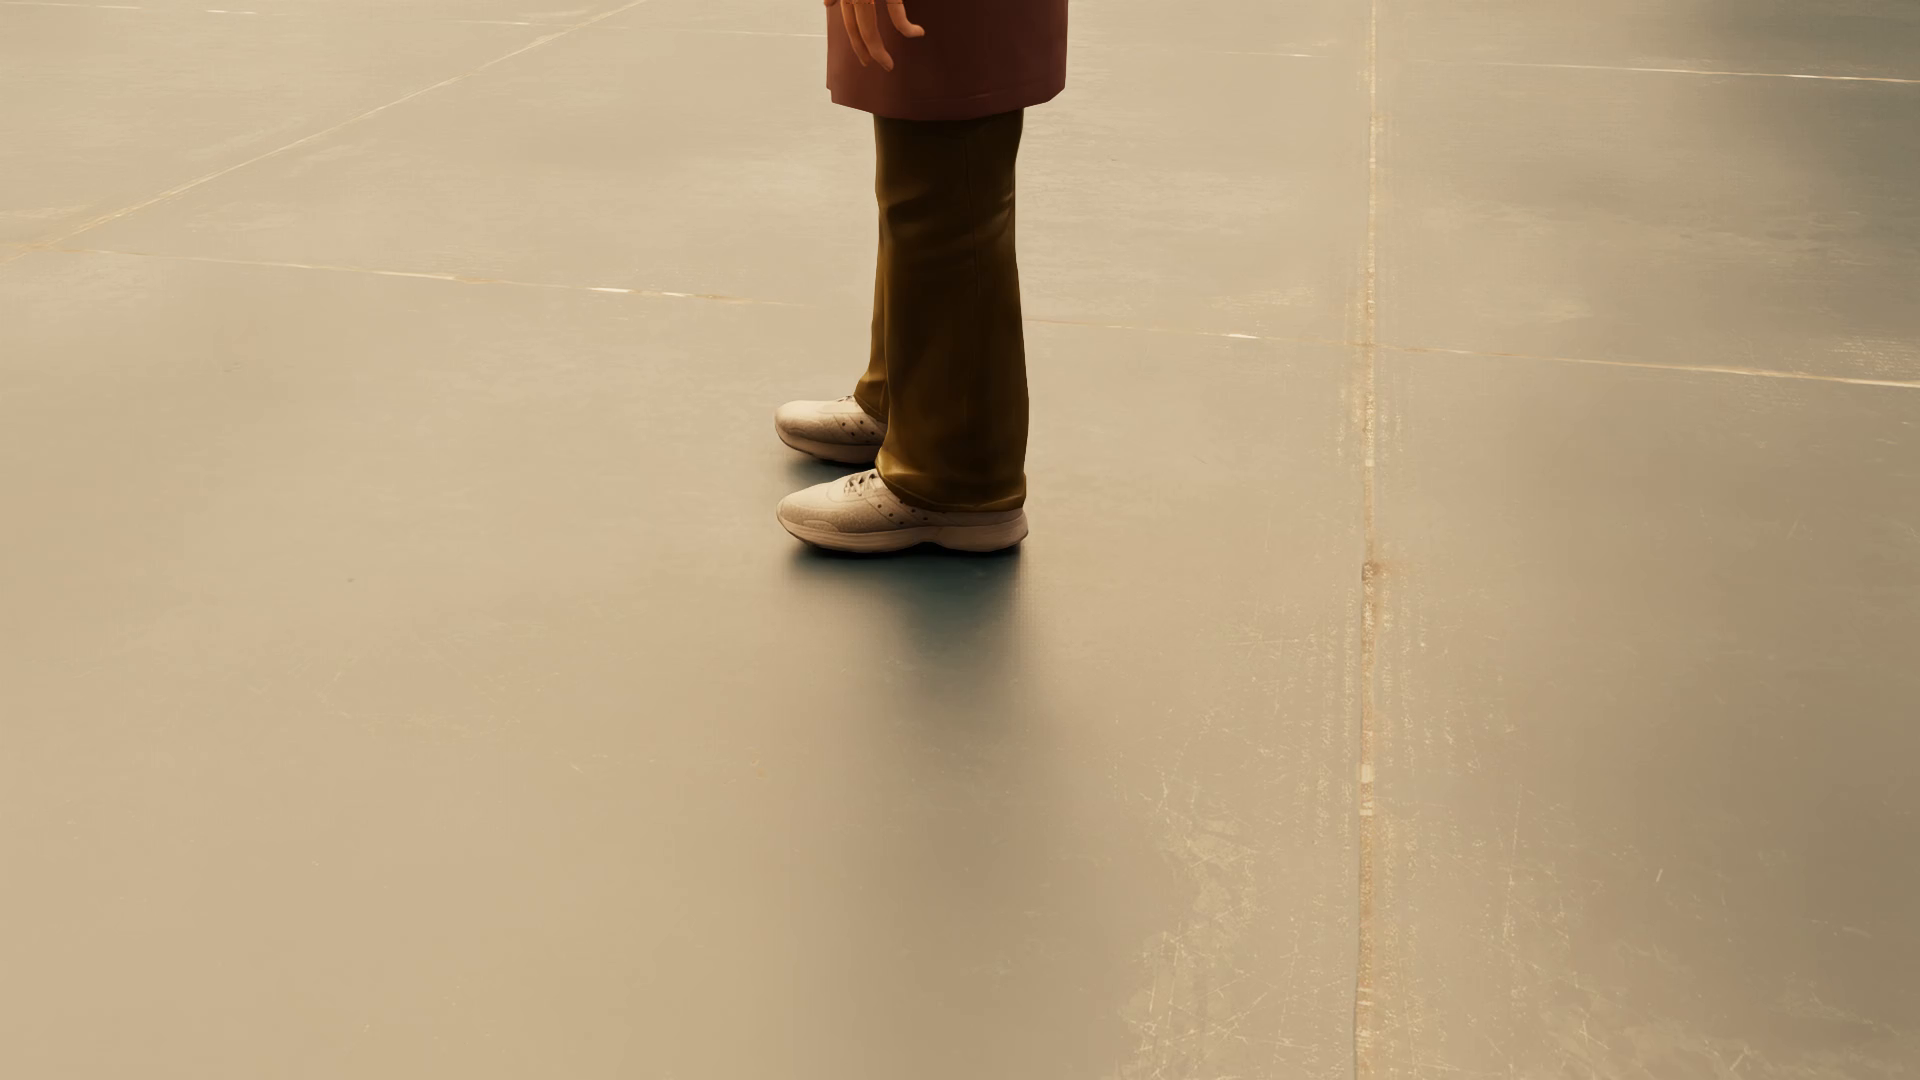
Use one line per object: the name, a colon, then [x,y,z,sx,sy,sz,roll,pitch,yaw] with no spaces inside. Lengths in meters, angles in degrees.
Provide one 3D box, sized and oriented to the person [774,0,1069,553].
person: [-0.089,-0.811,2.118,0.579,1.778,0.696,6,27,11]
